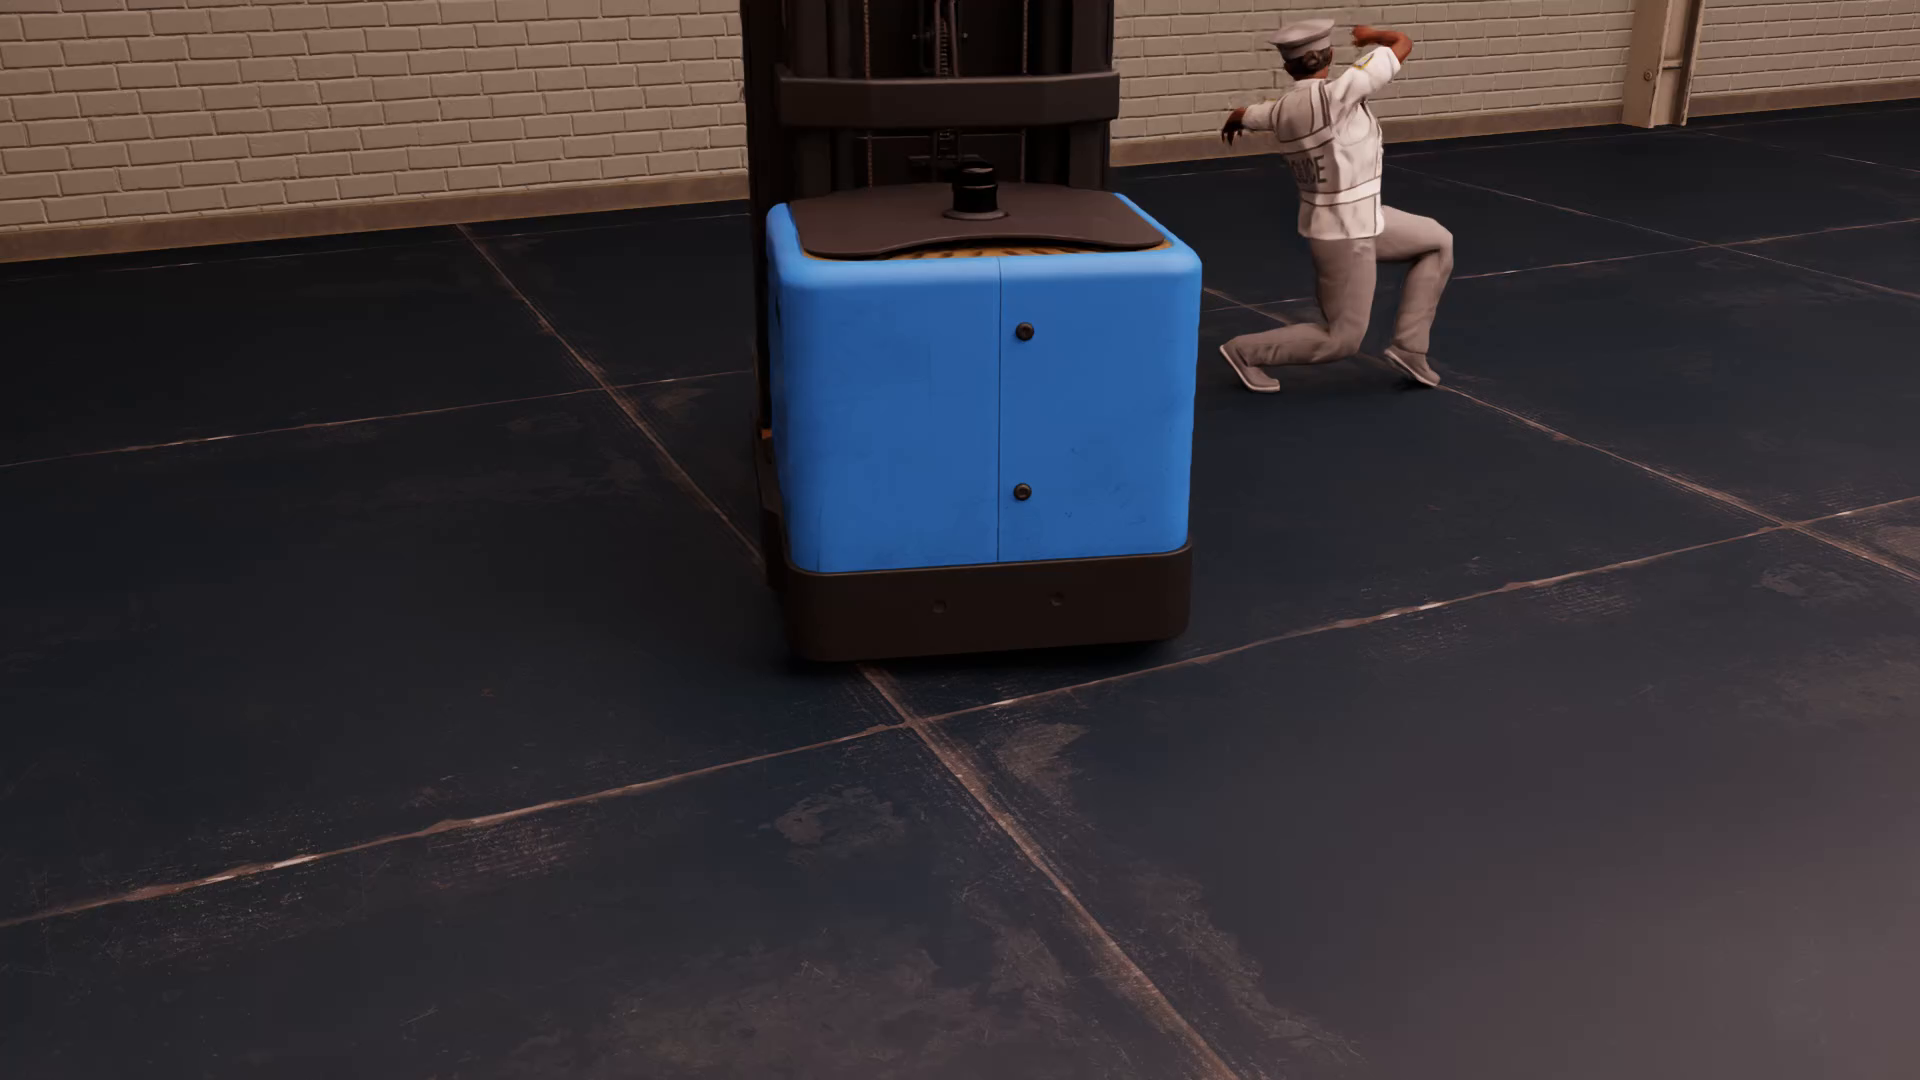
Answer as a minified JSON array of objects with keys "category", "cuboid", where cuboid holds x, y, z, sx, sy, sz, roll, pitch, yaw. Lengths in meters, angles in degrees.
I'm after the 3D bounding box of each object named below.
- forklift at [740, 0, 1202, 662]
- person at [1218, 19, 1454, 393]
[{"category":"forklift","cuboid":[-0.131,-1.578,5.084,1.130,2.935,3.031,-3,23,-8]},{"category":"person","cuboid":[1.456,-1.328,6.512,0.884,1.397,0.964,0,23,-1]}]
